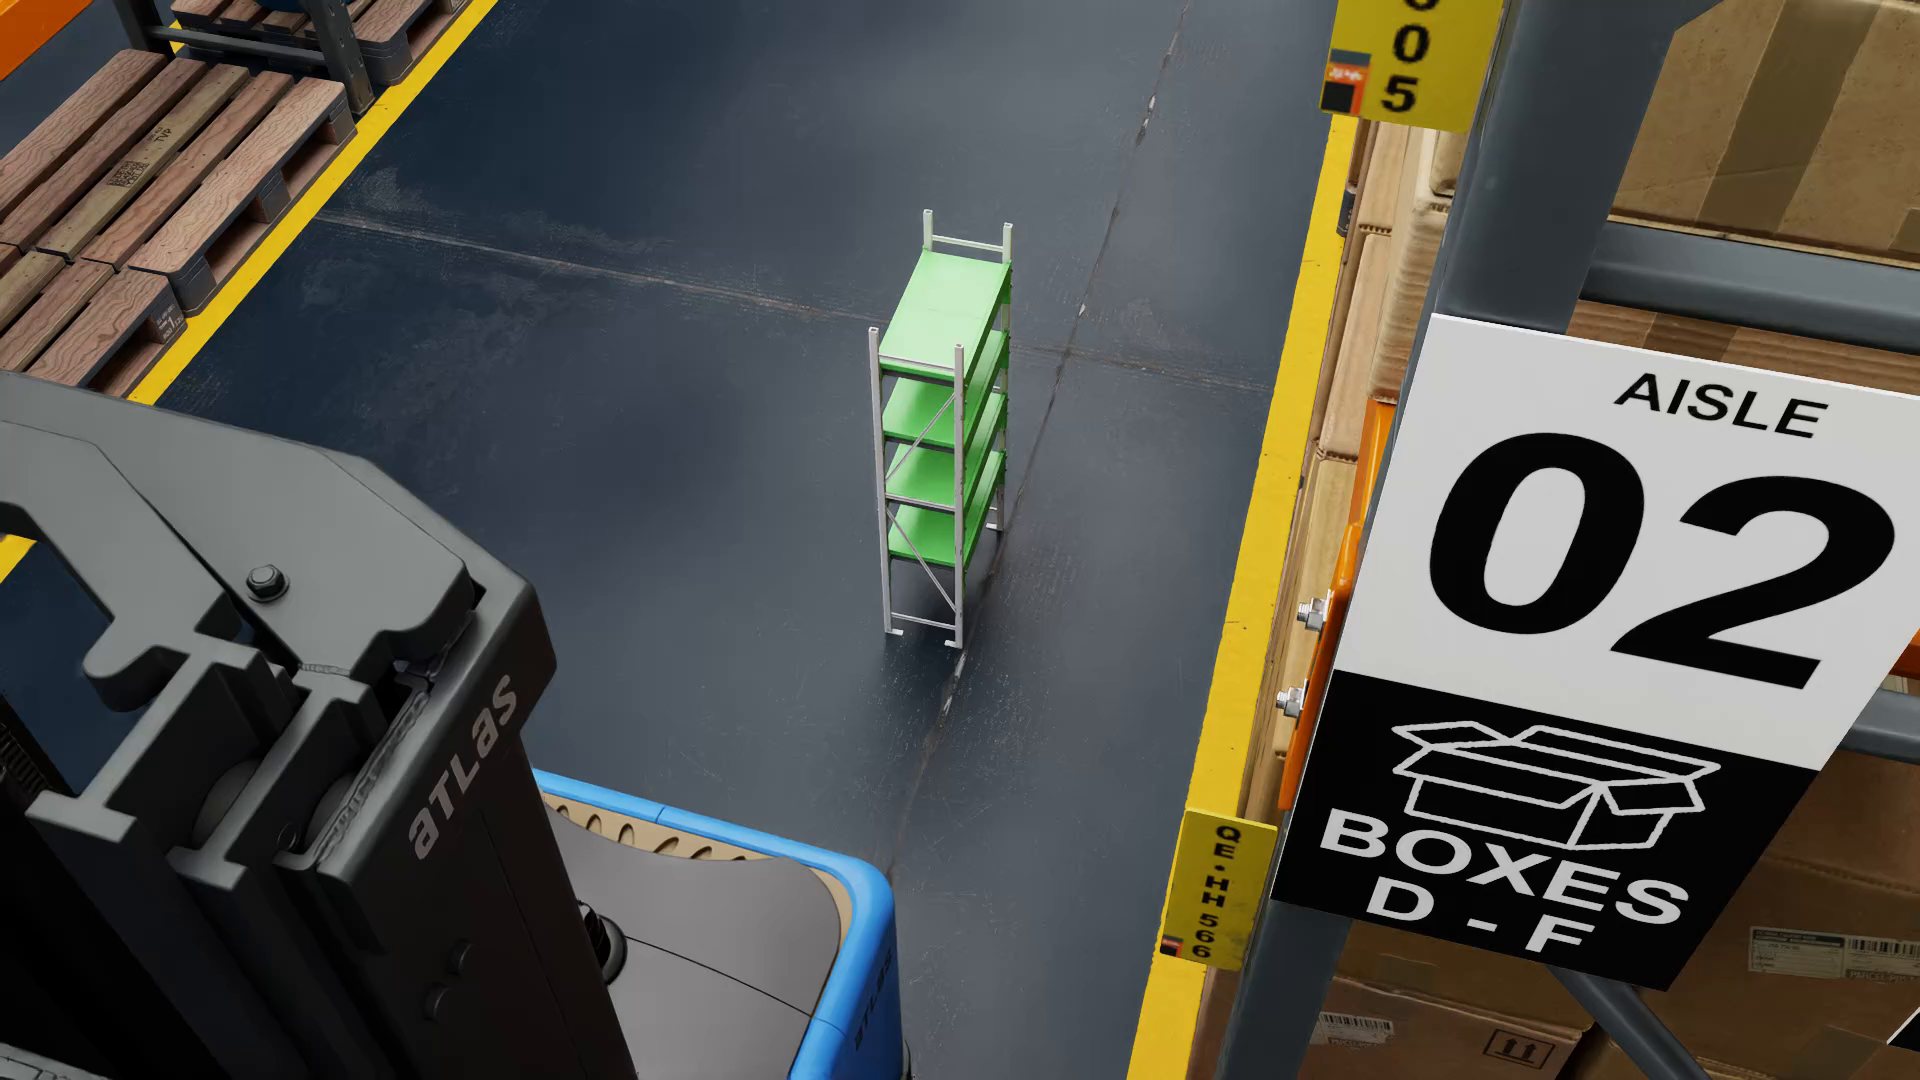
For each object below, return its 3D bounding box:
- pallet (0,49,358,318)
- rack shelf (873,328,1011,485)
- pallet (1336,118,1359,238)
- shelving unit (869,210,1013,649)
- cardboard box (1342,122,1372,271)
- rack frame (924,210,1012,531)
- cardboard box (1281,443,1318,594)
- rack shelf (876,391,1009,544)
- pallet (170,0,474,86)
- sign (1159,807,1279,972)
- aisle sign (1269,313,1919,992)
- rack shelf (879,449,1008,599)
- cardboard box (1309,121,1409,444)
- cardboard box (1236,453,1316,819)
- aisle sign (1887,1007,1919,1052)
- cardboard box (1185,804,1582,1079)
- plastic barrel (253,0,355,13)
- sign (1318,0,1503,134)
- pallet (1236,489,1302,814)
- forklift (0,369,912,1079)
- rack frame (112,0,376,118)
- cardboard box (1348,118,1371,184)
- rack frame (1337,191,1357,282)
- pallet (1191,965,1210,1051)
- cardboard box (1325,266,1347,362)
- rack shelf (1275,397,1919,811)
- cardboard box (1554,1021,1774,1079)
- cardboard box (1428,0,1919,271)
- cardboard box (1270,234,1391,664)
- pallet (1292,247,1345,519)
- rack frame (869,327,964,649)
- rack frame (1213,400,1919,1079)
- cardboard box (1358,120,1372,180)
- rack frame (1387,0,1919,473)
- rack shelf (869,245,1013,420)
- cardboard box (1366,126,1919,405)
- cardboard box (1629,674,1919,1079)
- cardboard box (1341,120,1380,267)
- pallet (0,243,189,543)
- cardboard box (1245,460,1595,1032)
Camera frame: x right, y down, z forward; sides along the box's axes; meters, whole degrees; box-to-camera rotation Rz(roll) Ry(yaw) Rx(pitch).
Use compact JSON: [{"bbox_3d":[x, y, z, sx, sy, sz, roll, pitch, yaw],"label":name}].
[{"bbox_3d":[-3.058,-1.393,6.338,1.003,0.211,1.213,12,50,10],"label":"pallet"},{"bbox_3d":[-0.044,-0.394,4.562,0.258,0.148,0.480,12,50,10],"label":"rack shelf"},{"bbox_3d":[2.053,-1.548,6.475,1.003,0.211,1.213,12,50,10],"label":"pallet"},{"bbox_3d":[-0.044,-0.277,4.694,0.258,1.200,0.503,12,50,10],"label":"shelving unit"},{"bbox_3d":[1.213,-0.861,3.942,0.500,0.500,0.500,11,50,10],"label":"cardboard box"},{"bbox_3d":[0.021,-0.454,4.850,0.240,1.200,0.015,12,50,10],"label":"rack frame"},{"bbox_3d":[0.948,-0.128,3.296,0.500,0.500,0.500,12,50,10],"label":"cardboard box"},{"bbox_3d":[-0.044,-0.235,4.742,0.258,0.148,0.480,12,50,10],"label":"rack shelf"},{"bbox_3d":[-2.659,-2.482,7.300,1.003,0.211,1.213,12,50,10],"label":"pallet"},{"bbox_3d":[0.292,0.407,1.907,0.100,0.325,0.005,12,50,10],"label":"sign"},{"bbox_3d":[0.509,0.147,1.386,0.394,0.787,0.004,12,50,10],"label":"aisle sign"},{"bbox_3d":[-0.044,-0.076,4.922,0.258,0.148,0.480,12,50,10],"label":"rack shelf"},{"bbox_3d":[0.939,-0.463,2.925,0.500,0.500,0.500,13,50,11],"label":"cardboard box"},{"bbox_3d":[0.811,0.232,2.978,0.500,0.500,0.500,12,50,10],"label":"cardboard box"},{"bbox_3d":[1.088,0.265,1.281,0.394,0.787,0.004,12,50,10],"label":"aisle sign"},{"bbox_3d":[0.678,0.608,2.646,0.500,0.500,0.500,13,50,11],"label":"cardboard box"},{"bbox_3d":[-2.743,-2.690,6.743,0.600,0.901,0.708,12,50,10],"label":"plastic barrel"},{"bbox_3d":[0.292,-0.391,1.003,0.100,0.325,0.005,12,50,10],"label":"sign"},{"bbox_3d":[1.375,0.430,4.730,1.003,0.211,1.213,12,50,10],"label":"pallet"},{"bbox_3d":[-1.041,1.333,2.119,1.130,2.935,3.031,13,50,11],"label":"forklift"},{"bbox_3d":[-2.902,-2.855,5.769,1.000,3.000,0.127,12,50,10],"label":"rack frame"},{"bbox_3d":[1.729,-1.607,6.041,0.500,0.500,0.500,11,50,10],"label":"cardboard box"},{"bbox_3d":[1.875,-1.875,4.904,1.000,3.000,0.127,12,50,10],"label":"rack frame"},{"bbox_3d":[1.052,1.309,3.954,1.003,0.211,1.213,12,50,10],"label":"pallet"},{"bbox_3d":[1.080,-0.493,3.617,0.500,0.500,0.500,11,49,10],"label":"cardboard box"},{"bbox_3d":[1.349,-1.183,2.772,1.077,0.370,4.000,12,50,10],"label":"rack shelf"},{"bbox_3d":[1.194,0.716,2.550,0.500,0.500,0.500,13,50,11],"label":"cardboard box"},{"bbox_3d":[0.712,-0.512,1.467,0.500,0.250,0.500,12,50,10],"label":"cardboard box"},{"bbox_3d":[0.807,-0.087,2.593,0.500,0.500,0.500,13,50,11],"label":"cardboard box"},{"bbox_3d":[1.694,-0.456,5.511,1.003,0.211,1.213,12,50,10],"label":"pallet"},{"bbox_3d":[-0.108,-0.101,4.539,0.240,1.200,0.015,12,50,10],"label":"rack frame"},{"bbox_3d":[0.823,1.018,2.351,1.000,3.000,0.127,12,50,10],"label":"rack frame"},{"bbox_3d":[1.347,-1.222,4.261,0.500,0.500,0.500,12,50,11],"label":"cardboard box"},{"bbox_3d":[0.823,-0.967,0.101,1.000,3.000,0.127,12,50,10],"label":"rack frame"},{"bbox_3d":[-0.044,-0.553,4.383,0.258,0.148,0.480,12,50,10],"label":"rack shelf"},{"bbox_3d":[0.703,-0.348,1.656,0.500,0.250,0.500,12,50,10],"label":"cardboard box"},{"bbox_3d":[1.194,0.385,2.176,0.500,0.500,0.500,13,50,11],"label":"cardboard box"},{"bbox_3d":[1.074,-0.835,3.253,0.500,0.500,0.500,13,50,11],"label":"cardboard box"},{"bbox_3d":[-3.378,-0.508,5.557,1.003,0.211,1.213,12,50,10],"label":"pallet"},{"bbox_3d":[0.674,0.278,2.270,0.500,0.500,0.500,11,50,10],"label":"cardboard box"}]
